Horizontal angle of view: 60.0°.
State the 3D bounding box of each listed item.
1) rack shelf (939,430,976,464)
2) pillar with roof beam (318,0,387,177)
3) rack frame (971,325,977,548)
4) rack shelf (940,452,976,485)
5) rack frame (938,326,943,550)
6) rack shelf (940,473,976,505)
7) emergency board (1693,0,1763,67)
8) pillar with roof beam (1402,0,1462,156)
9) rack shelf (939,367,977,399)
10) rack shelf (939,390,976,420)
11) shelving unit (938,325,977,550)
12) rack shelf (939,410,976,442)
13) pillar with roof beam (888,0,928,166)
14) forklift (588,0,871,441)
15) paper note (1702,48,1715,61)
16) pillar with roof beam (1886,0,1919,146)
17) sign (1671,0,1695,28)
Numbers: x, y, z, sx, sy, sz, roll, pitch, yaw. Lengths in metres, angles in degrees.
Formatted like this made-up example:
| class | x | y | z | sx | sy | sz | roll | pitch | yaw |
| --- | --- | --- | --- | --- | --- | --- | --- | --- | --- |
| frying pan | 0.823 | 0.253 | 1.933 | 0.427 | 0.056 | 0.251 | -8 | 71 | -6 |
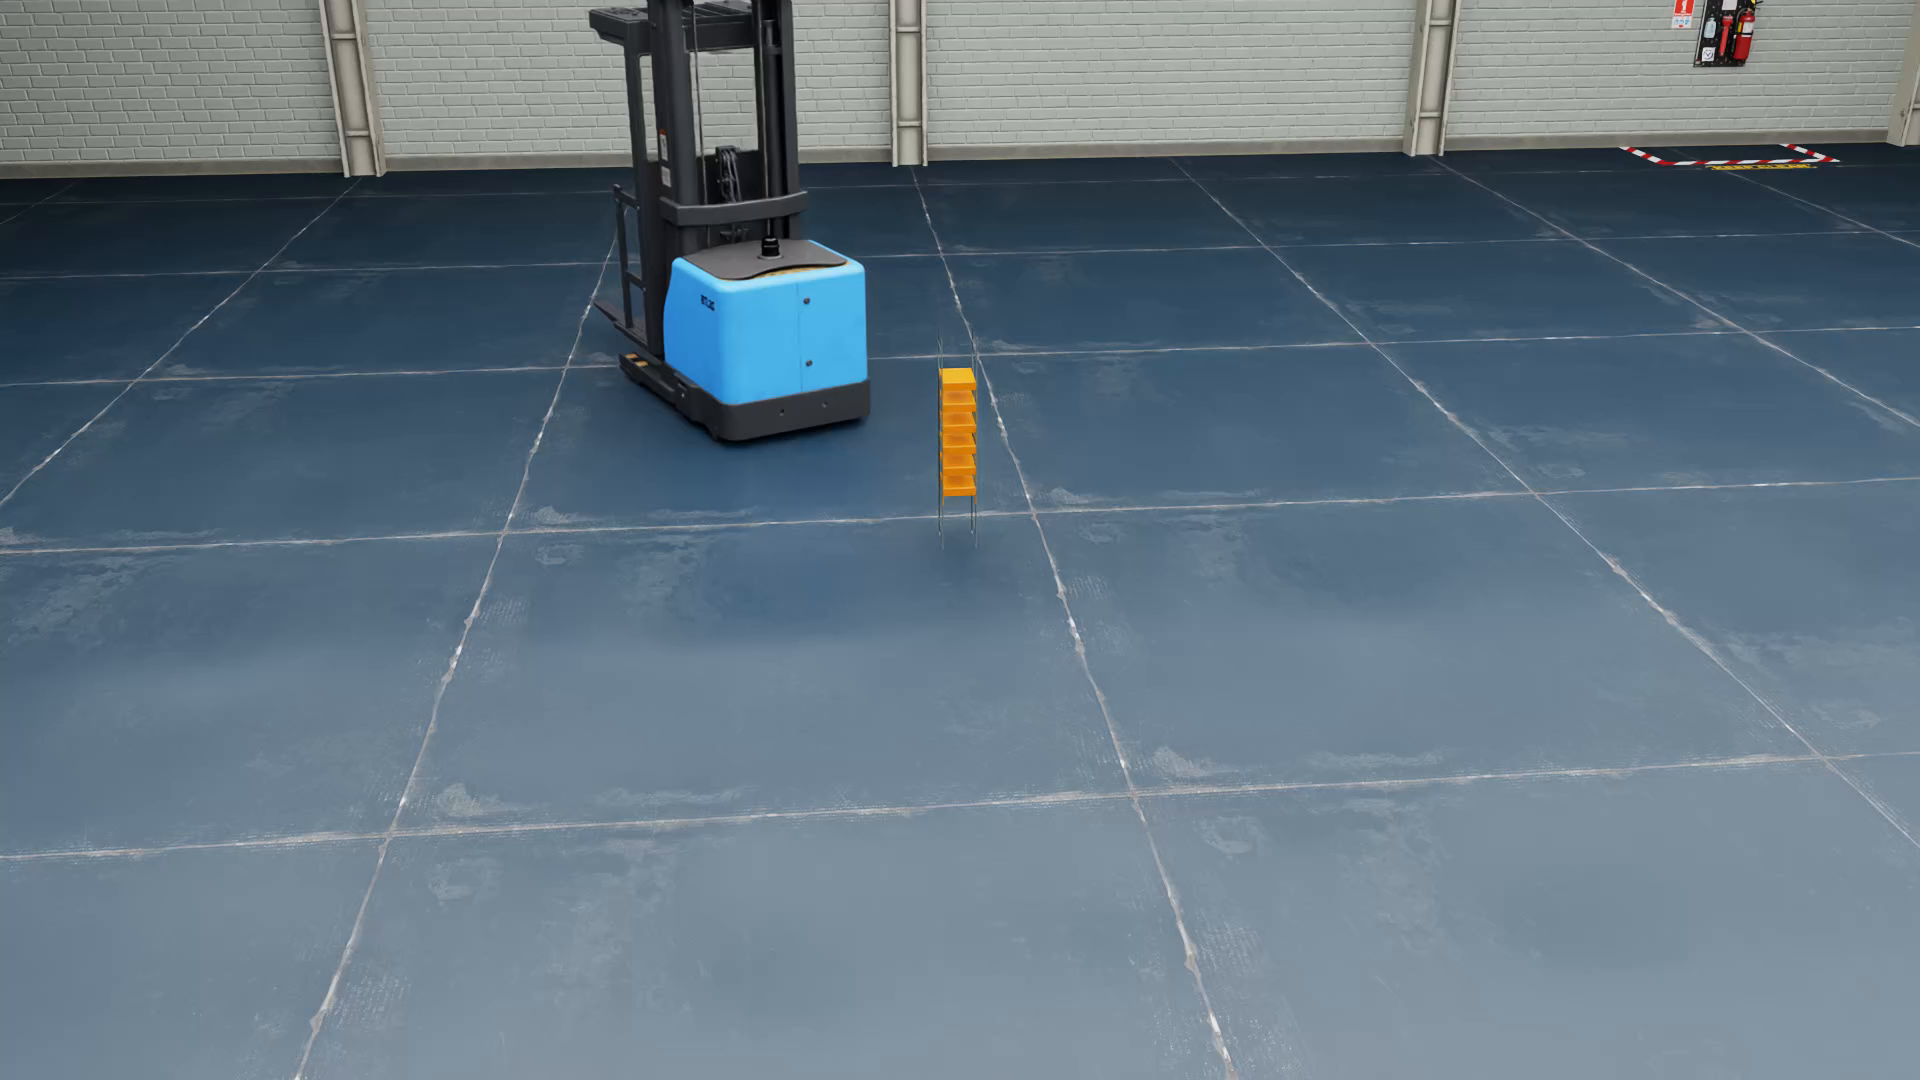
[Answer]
| class | x | y | z | sx | sy | sz | roll | pitch | yaw |
| --- | --- | --- | --- | --- | --- | --- | --- | --- | --- |
| rack shelf | -0.014 | -0.507 | 9.023 | 0.180 | 0.103 | 0.258 | -2 | 24 | -5 |
| pillar with roof beam | -6.124 | -6.406 | 12.583 | 0.400 | 9.000 | 9.100 | -2 | 24 | -5 |
| rack frame | 0.077 | -0.551 | 9.013 | 0.006 | 1.200 | 0.240 | -2 | 24 | -5 |
| rack shelf | -0.014 | -0.397 | 9.072 | 0.180 | 0.103 | 0.258 | -2 | 24 | -5 |
| rack frame | -0.105 | -0.544 | 8.997 | 0.006 | 1.200 | 0.240 | -2 | 24 | -5 |
| rack shelf | -0.014 | -0.288 | 9.121 | 0.180 | 0.103 | 0.258 | -2 | 24 | -5 |
| emergency board | 8.903 | -6.040 | 19.145 | 0.643 | 1.169 | 0.194 | -2 | 24 | -5 |
| pillar with roof beam | 5.818 | -6.885 | 13.660 | 0.400 | 9.000 | 9.100 | -2 | 24 | -5 |
| rack shelf | -0.014 | -0.836 | 8.877 | 0.180 | 0.103 | 0.258 | -2 | 24 | -5 |
| rack shelf | -0.014 | -0.726 | 8.926 | 0.180 | 0.103 | 0.258 | -2 | 24 | -5 |
| shelving unit | -0.014 | -0.548 | 9.005 | 0.189 | 1.200 | 0.258 | -2 | 24 | -5 |
| rack shelf | -0.014 | -0.617 | 8.974 | 0.180 | 0.103 | 0.258 | -2 | 24 | -5 |
| pillar with roof beam | -0.153 | -6.645 | 13.121 | 0.400 | 9.000 | 9.100 | -2 | 24 | -5 |
| forklift | -1.772 | -2.520 | 11.312 | 1.130 | 2.935 | 3.031 | -13 | 27 | -28 |
| paper note | 8.720 | -5.658 | 19.371 | 0.142 | 0.148 | 0.016 | -2 | 24 | -5 |
| pillar with roof beam | 11.789 | -7.124 | 14.199 | 0.400 | 9.000 | 9.100 | -2 | 24 | -5 |
| sign | 8.342 | -6.076 | 19.182 | 0.234 | 0.329 | 0.001 | -2 | 24 | -5 |
